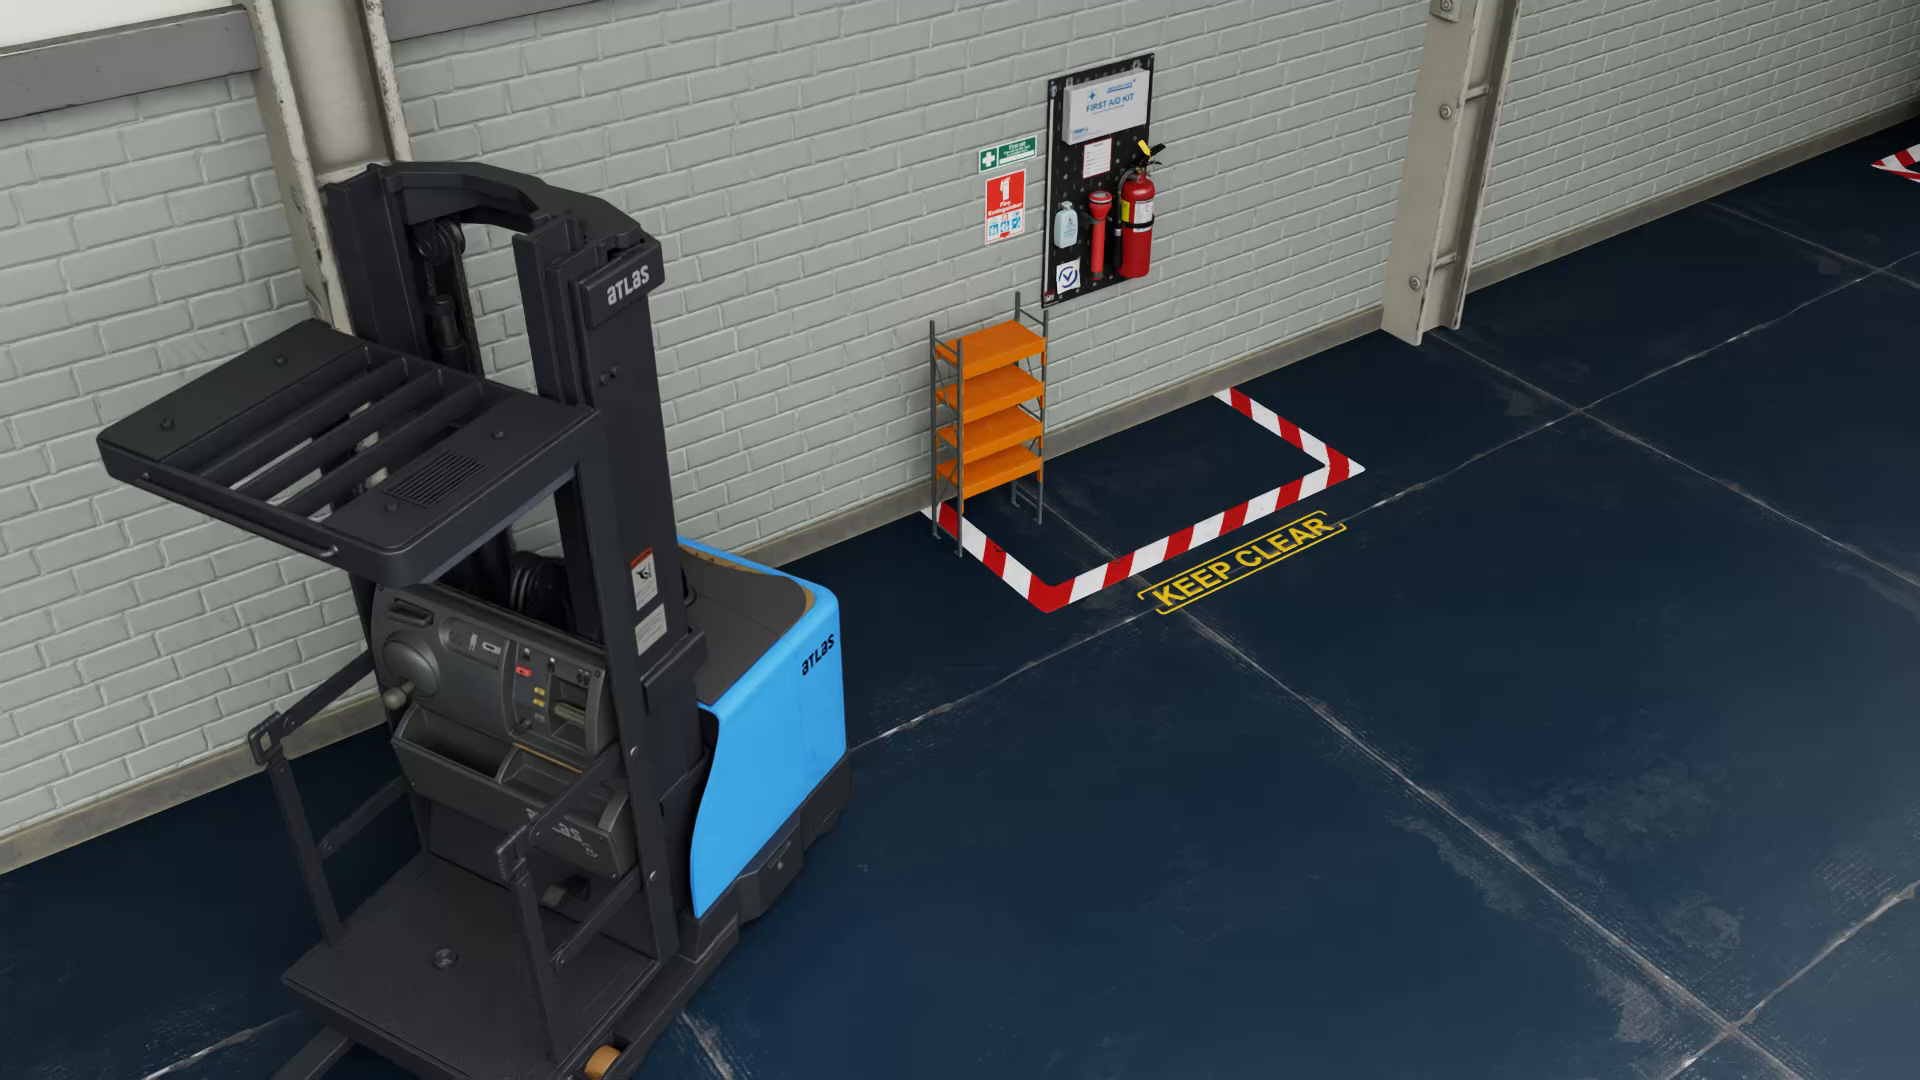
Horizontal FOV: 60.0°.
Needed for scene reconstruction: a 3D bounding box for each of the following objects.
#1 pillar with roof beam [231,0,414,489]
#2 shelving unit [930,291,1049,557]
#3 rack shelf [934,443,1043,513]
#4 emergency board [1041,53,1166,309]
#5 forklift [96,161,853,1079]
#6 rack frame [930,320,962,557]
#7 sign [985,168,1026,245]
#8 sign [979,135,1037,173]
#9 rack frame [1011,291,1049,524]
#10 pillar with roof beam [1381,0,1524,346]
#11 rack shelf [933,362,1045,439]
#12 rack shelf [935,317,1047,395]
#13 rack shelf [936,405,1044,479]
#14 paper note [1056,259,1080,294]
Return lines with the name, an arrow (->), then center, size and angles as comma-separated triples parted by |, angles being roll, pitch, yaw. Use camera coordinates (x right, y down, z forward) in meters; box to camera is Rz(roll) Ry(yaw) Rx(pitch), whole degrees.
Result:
pillar with roof beam -> 0.342, -0.868, 1.750 | 0.400, 9.000, 9.100 | -22, 41, -28
shelving unit -> 0.135, -0.543, 7.977 | 0.503, 1.200, 0.258 | -22, 41, -28
rack shelf -> 0.135, -0.327, 8.132 | 0.480, 0.148, 0.258 | -22, 41, -28
emergency board -> 0.724, -1.693, 8.034 | 0.643, 1.169, 0.194 | -22, 41, -28
forklift -> -1.588, 0.485, 5.065 | 1.130, 2.935, 3.031 | 18, 39, 23
rack frame -> -0.064, -0.461, 7.863 | 0.015, 1.200, 0.240 | -22, 41, -28
sign -> 0.213, -1.570, 7.834 | 0.234, 0.329, 0.001 | -22, 41, -28
sign -> 0.222, -1.783, 7.675 | 0.331, 0.109, 0.001 | -22, 41, -28
rack frame -> 0.335, -0.625, 8.091 | 0.015, 1.200, 0.240 | -22, 41, -28
pillar with roof beam -> 5.246, -2.886, 4.556 | 0.400, 9.000, 9.100 | -22, 41, -28
rack shelf -> 0.135, -0.670, 7.886 | 0.480, 0.148, 0.258 | -22, 41, -28
rack shelf -> 0.135, -0.862, 7.748 | 0.480, 0.148, 0.258 | -22, 41, -28
rack shelf -> 0.135, -0.488, 8.016 | 0.480, 0.148, 0.258 | -22, 41, -28
paper note -> 0.540, -1.308, 8.255 | 0.142, 0.148, 0.016 | -22, 41, -28
